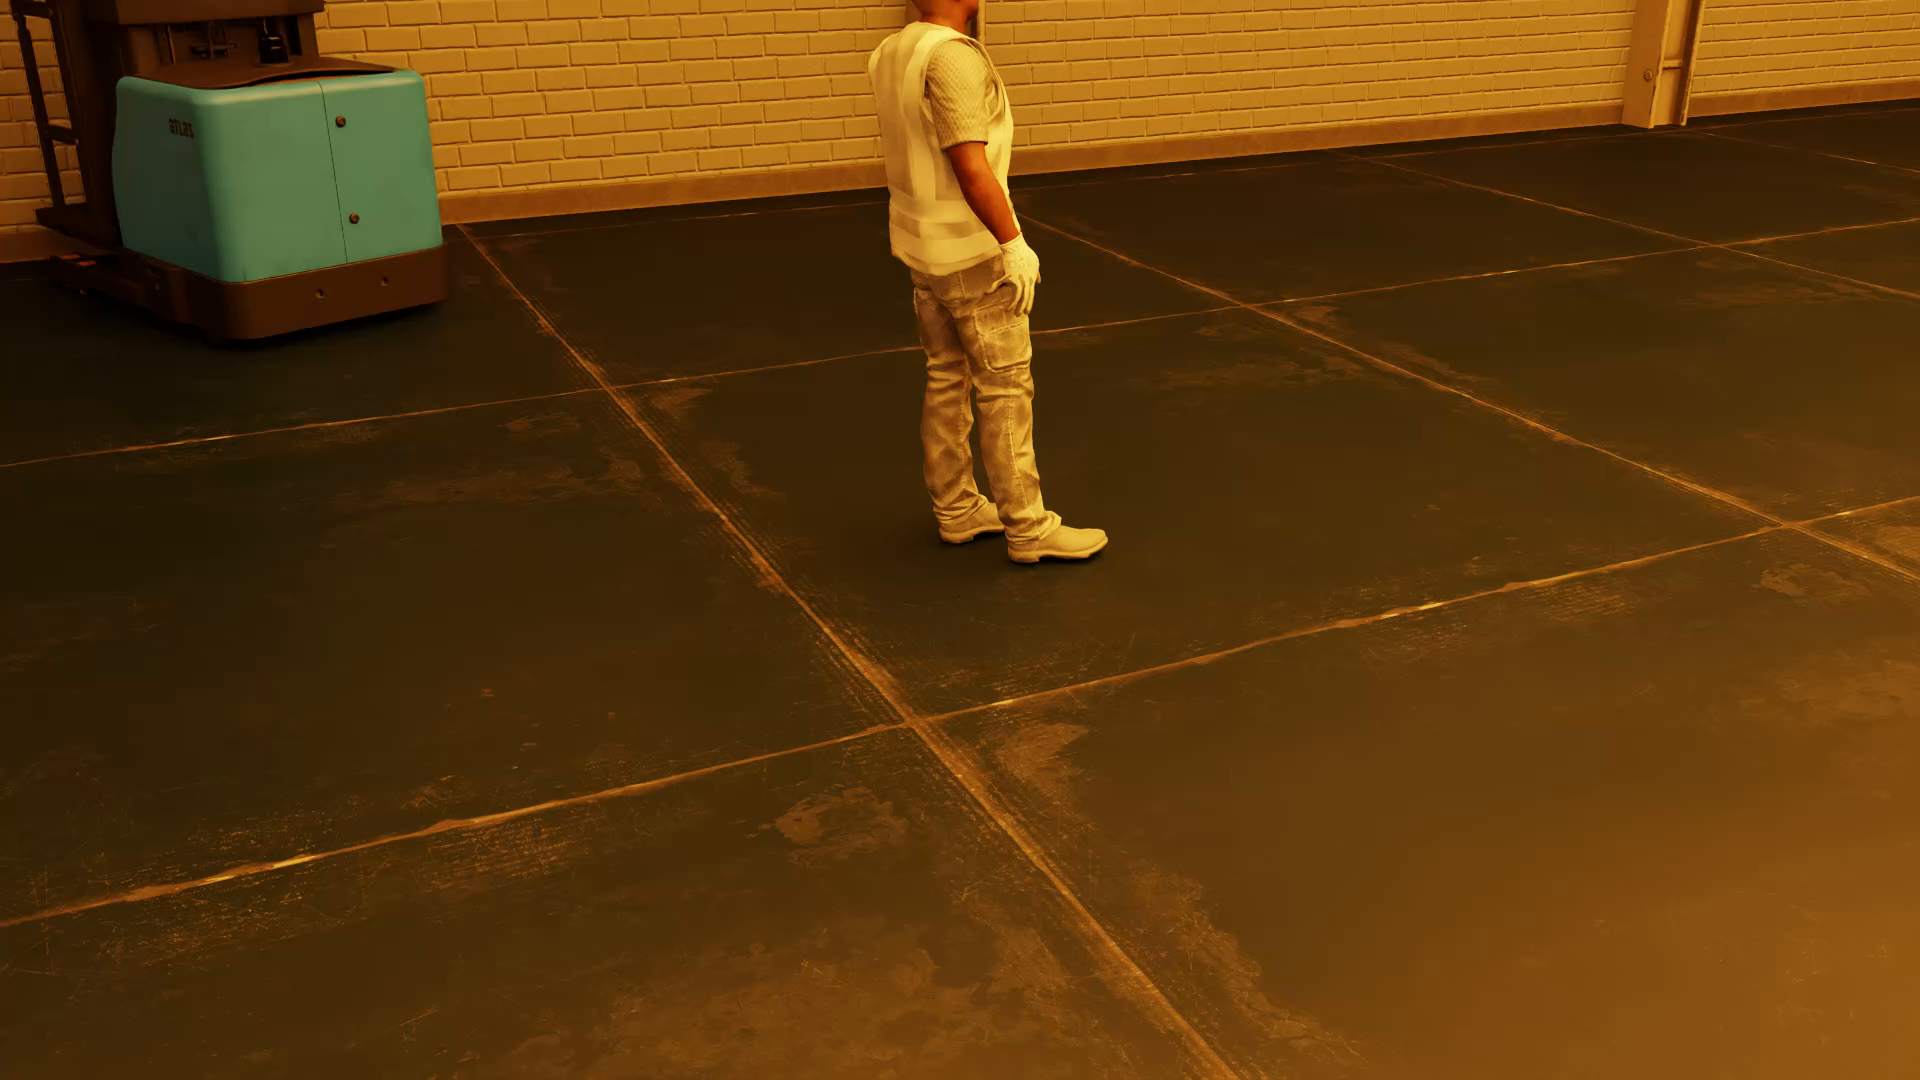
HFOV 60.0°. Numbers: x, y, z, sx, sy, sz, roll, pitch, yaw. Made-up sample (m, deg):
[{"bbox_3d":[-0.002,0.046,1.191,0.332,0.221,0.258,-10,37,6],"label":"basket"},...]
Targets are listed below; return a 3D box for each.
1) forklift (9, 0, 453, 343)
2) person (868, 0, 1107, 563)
[{"bbox_3d":[-3.743,-2.645,7.653,3.031,2.935,1.130,19,29,39],"label":"forklift"},{"bbox_3d":[0.069,-0.839,4.783,0.575,1.785,0.657,-10,25,-23],"label":"person"}]
